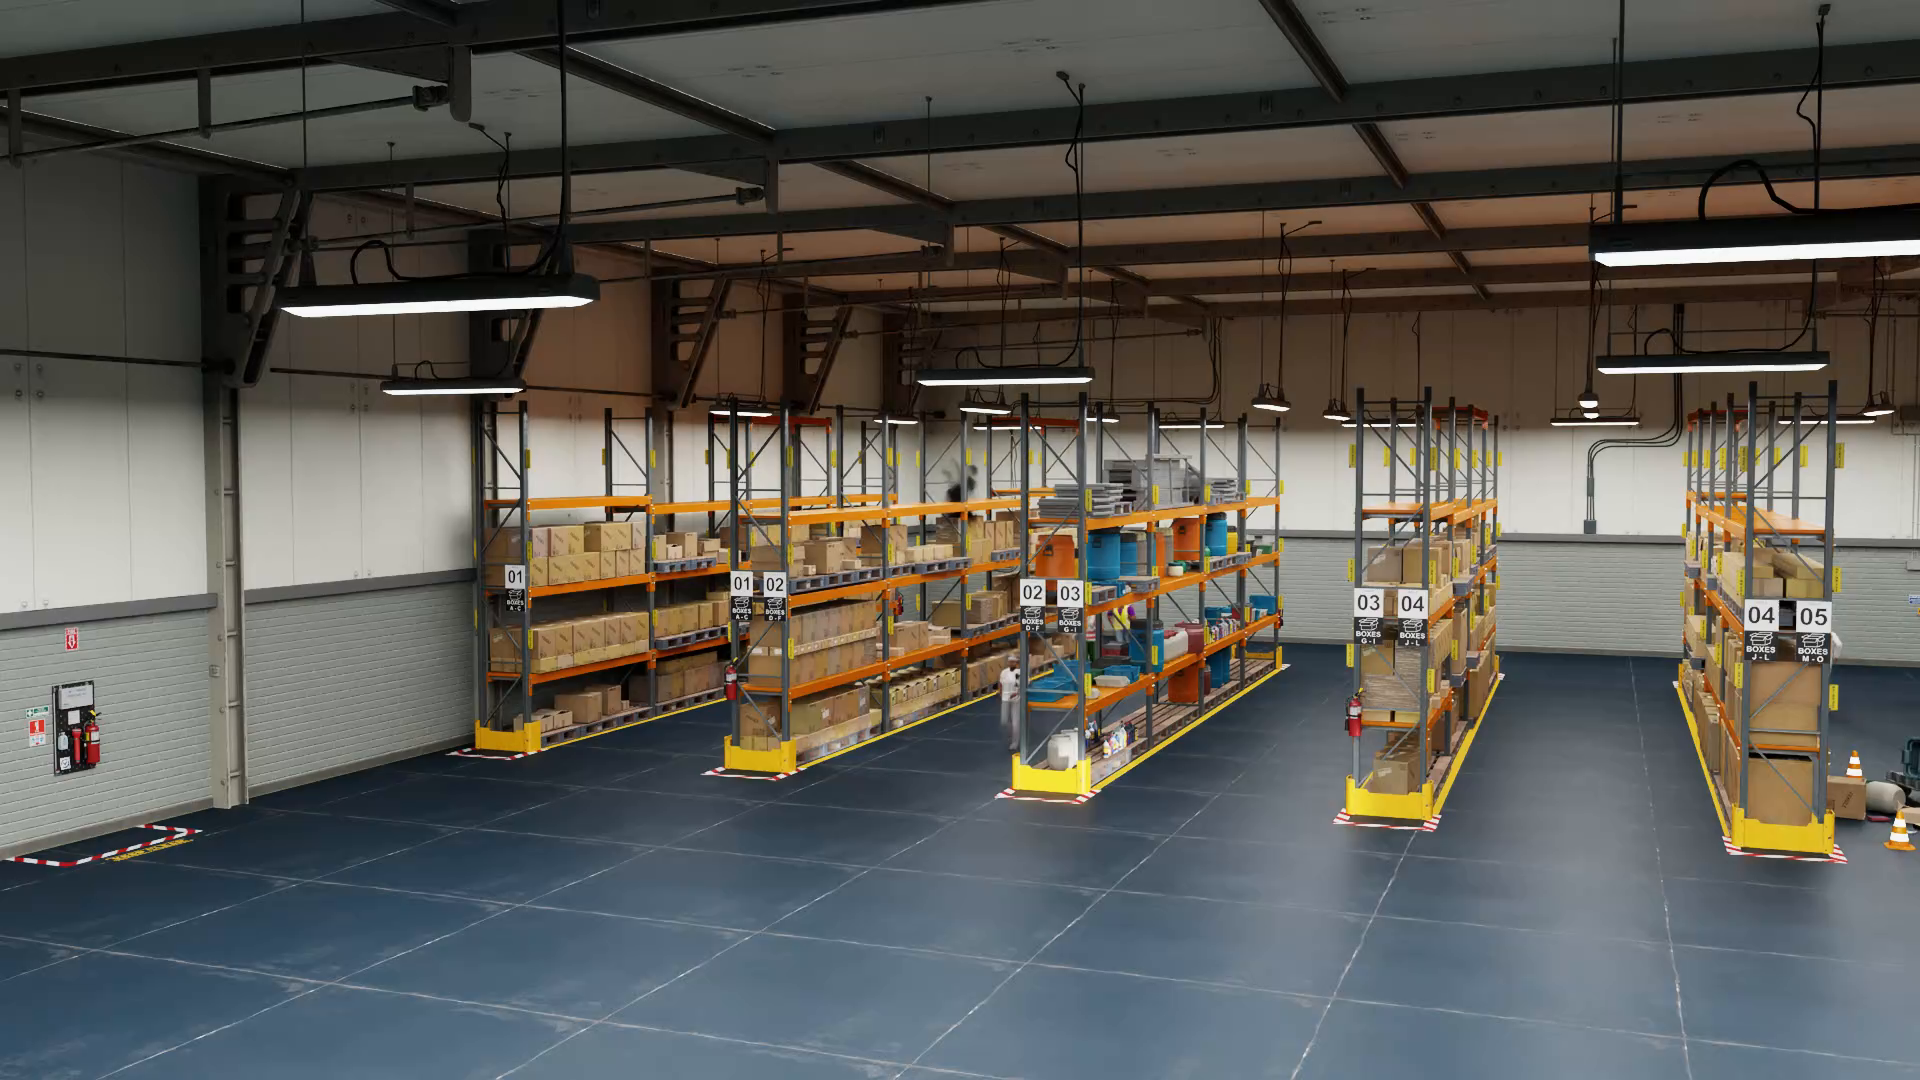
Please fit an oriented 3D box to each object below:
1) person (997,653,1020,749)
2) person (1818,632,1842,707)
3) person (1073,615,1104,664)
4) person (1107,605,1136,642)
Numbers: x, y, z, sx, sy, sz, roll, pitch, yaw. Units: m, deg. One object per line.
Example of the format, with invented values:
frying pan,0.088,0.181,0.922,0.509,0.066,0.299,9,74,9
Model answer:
person,0.882,2.778,28.673,0.571,1.659,0.548,1,3,17
person,17.241,2.461,33.340,0.704,1.761,1.049,1,3,13
person,2.652,2.115,34.412,0.656,1.822,0.865,0,3,8
person,3.887,2.195,40.035,0.694,1.808,0.725,0,3,4
